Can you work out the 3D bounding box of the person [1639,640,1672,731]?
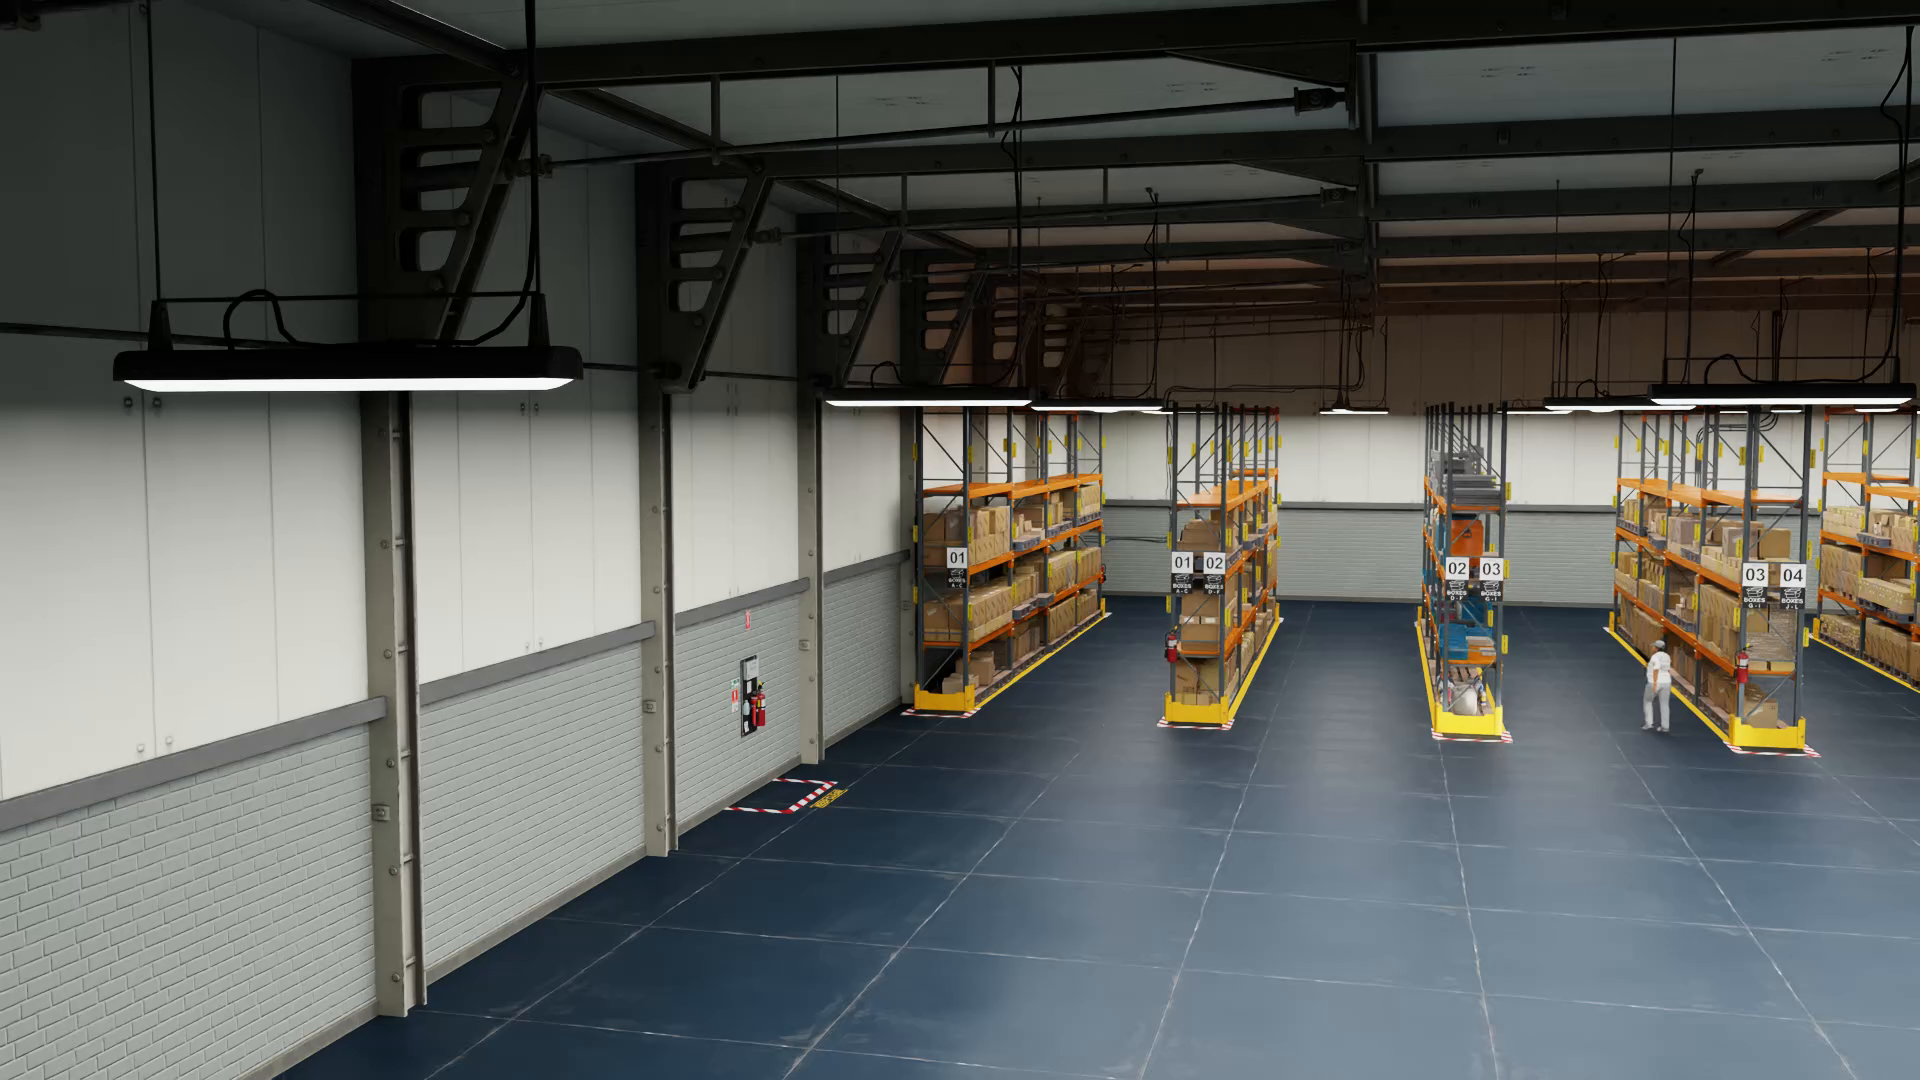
[{"bbox_3d":[12.751,2.684,30.303,0.503,1.705,0.573,0,4,-4],"label":"person"}]
